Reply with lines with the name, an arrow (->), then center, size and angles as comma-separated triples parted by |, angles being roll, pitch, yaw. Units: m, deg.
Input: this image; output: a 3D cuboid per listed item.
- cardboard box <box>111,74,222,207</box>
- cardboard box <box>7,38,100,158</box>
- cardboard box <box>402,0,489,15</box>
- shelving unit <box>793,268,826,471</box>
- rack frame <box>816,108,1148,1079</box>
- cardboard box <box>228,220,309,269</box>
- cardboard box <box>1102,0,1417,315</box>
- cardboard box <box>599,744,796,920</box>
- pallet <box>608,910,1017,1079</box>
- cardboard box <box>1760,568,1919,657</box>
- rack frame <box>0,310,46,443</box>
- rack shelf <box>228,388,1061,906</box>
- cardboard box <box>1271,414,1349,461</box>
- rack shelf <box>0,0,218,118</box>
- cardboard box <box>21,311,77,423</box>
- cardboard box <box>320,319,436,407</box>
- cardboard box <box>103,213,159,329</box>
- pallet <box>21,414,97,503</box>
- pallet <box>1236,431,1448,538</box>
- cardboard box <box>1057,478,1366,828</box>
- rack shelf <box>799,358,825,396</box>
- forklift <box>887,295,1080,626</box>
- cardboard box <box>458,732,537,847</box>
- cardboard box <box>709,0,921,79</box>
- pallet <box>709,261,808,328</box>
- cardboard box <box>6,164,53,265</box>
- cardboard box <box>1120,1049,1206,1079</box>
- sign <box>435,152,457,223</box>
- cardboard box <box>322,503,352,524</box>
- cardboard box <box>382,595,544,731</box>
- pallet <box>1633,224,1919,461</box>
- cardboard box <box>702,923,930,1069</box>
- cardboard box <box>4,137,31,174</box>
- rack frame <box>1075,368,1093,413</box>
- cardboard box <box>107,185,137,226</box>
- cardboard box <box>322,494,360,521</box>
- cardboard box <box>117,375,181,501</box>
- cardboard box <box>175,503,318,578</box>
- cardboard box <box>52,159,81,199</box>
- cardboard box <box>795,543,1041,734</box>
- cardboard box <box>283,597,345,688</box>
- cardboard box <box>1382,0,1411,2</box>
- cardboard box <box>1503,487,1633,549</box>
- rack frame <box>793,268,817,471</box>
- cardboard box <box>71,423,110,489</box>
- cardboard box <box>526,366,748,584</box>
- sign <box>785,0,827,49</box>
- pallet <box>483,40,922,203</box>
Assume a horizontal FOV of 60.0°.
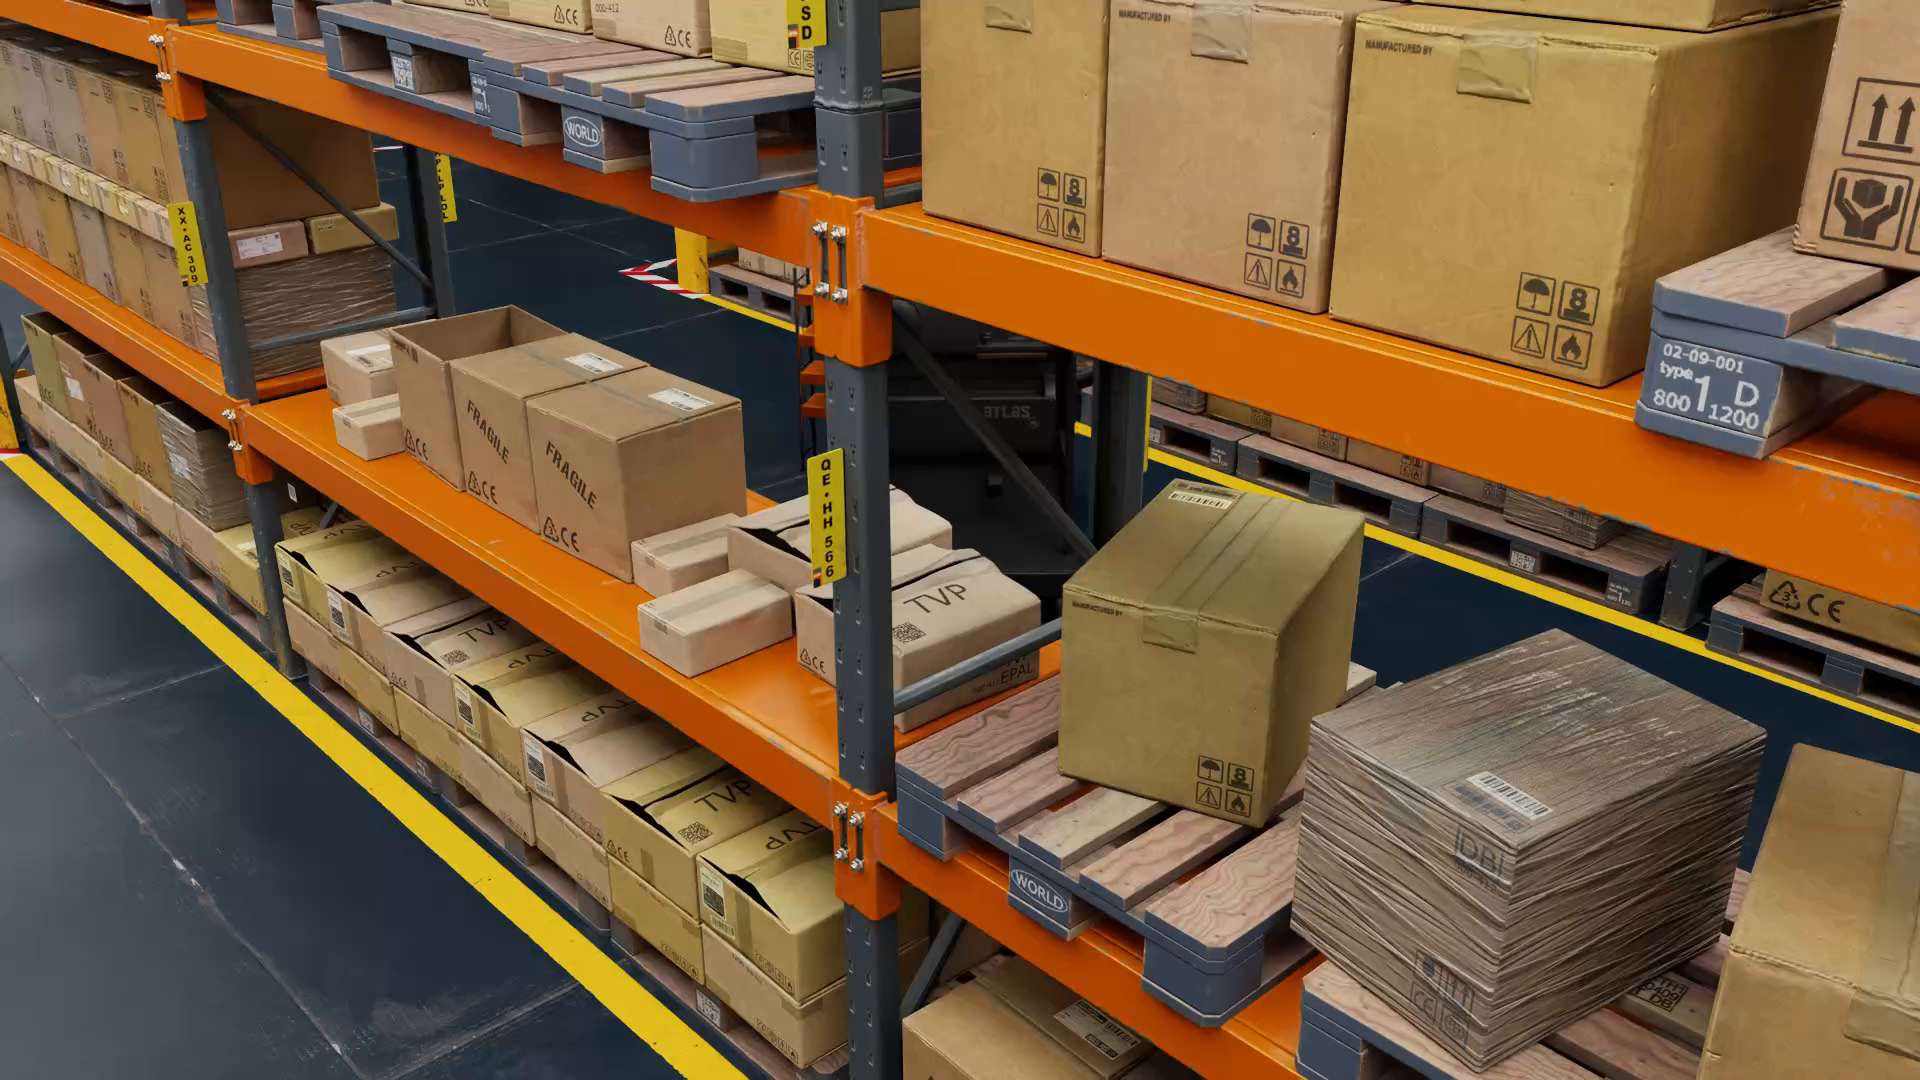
cardboard box -> -3.292, -1.813, 7.427 | 0.700, 0.500, 0.500 | -21, 32, -39
cardboard box -> -4.317, -2.268, 8.424 | 0.700, 0.500, 0.500 | -21, 32, -38
cardboard box -> -1.376, -1.783, 5.105 | 0.500, 0.250, 0.500 | 20, 32, 37
shelving unit -> -0.646, -0.970, 9.431 | 0.503, 1.200, 0.258 | 6, 25, 12
rack frame -> 0.096, 0.320, 4.435 | 1.000, 3.000, 0.127 | -21, 32, -38
cardboard box -> -2.980, -1.254, 6.983 | 0.380, 0.149, 0.250 | -21, 32, -38
cardboard box -> 0.768, -0.813, 3.184 | 0.910, 0.500, 0.500 | -21, 32, -38
cardboard box -> -0.802, 0.880, 5.337 | 0.500, 0.311, 0.500 | -22, 32, -39
pallet -> -0.438, 1.328, 5.584 | 1.003, 0.211, 1.213 | -21, 32, -38
cardboard box -> 4.116, -0.039, 7.306 | 0.750, 0.750, 0.750 | -22, 32, -39
rack frame -> -5.372, -2.104, 9.747 | 1.000, 3.000, 0.127 | -21, 32, -38
rack shelf -> -1.271, 0.041, 5.912 | 1.077, 0.370, 4.000 | -21, 32, -38
cardboard box -> 2.200, -0.835, 9.447 | 0.700, 0.500, 0.500 | -21, 32, -38
rack shelf -> -4.005, -2.535, 7.946 | 1.077, 0.370, 4.000 | -21, 32, -38
cardboard box -> -4.824, -1.008, 9.250 | 0.500, 0.500, 0.500 | -21, 32, -38
cardboard box -> -2.269, -0.687, 6.822 | 0.500, 0.250, 0.500 | -19, 31, -35
cardboard box -> -3.651, -1.381, 8.043 | 0.700, 0.500, 0.500 | -21, 32, -38
pallet -> -4.818, -0.615, 9.844 | 1.003, 0.211, 1.213 | -21, 32, -38
pallet -> 2.347, -0.424, 9.426 | 1.003, 0.211, 1.213 | -21, 32, -38
cardboard box -> 0.609, 0.242, 3.978 | 0.500, 0.500, 0.700 | 12, 27, 25
rack shelf -> -0.646, -0.909, 9.459 | 0.480, 0.148, 0.258 | 6, 25, 12
forklift -> -0.004, -1.049, 7.518 | 1.130, 2.935, 3.031 | -1, 25, -1
cardboard box -> -1.492, 0.826, 6.132 | 0.500, 0.250, 0.500 | -20, 32, -38
cardboard box -> -0.255, -1.289, 4.022 | 0.500, 0.250, 0.500 | 21, 32, 38
pallet -> -1.177, -1.962, 12.797 | 1.003, 0.211, 1.213 | -21, 32, -38
cardboard box -> -4.700, -1.846, 9.063 | 0.700, 0.500, 0.500 | -20, 31, -37
cardboard box -> 0.561, 1.633, 4.038 | 0.500, 0.500, 0.500 | 22, 33, 40
sign -> -2.248, -1.540, 7.211 | 0.100, 0.325, 0.005 | -21, 32, -38
cardboard box -> -2.733, -0.058, 8.071 | 0.500, 0.250, 0.500 | -21, 32, -38
cardboard box -> -1.844, 0.418, 6.350 | 0.500, 0.311, 0.500 | 23, 33, 40
pallet -> 1.725, -0.278, 2.358 | 1.213, 0.211, 1.003 | -21, 32, -38
cardboard box -> -0.441, 1.290, 5.116 | 0.500, 0.250, 0.500 | -20, 31, -37
cardboard box -> -4.738, -2.032, 8.688 | 0.380, 0.149, 0.250 | -22, 32, -39
rack frame -> 0.976, -2.298, 10.174 | 1.000, 3.000, 0.127 | -21, 32, -38
cardboard box -> -3.674, -1.563, 7.660 | 0.380, 0.149, 0.250 | -21, 32, -39
cardboard box -> -2.726, -0.402, 7.922 | 0.500, 0.500, 0.500 | -21, 32, -38
cardboard box -> -3.792, -0.557, 8.260 | 0.500, 0.500, 0.500 | -21, 32, -38
cardboard box -> -3.449, -0.065, 8.085 | 0.500, 0.250, 0.500 | -21, 32, -38
cardboard box -> -4.211, -1.798, 8.176 | 0.380, 0.149, 0.250 | -21, 32, -38
cardboard box -> -0.121, 0.238, 4.722 | 0.500, 0.311, 0.500 | -19, 31, -35
cardboard box -> -2.543, 0.361, 7.153 | 0.500, 0.250, 0.500 | -22, 33, -40
cardboard box -> 0.738, -1.257, 2.951 | 0.500, 0.500, 0.500 | -21, 32, -38
cardboard box -> 3.179, -0.353, 8.391 | 0.700, 0.500, 0.500 | -21, 32, -38
rack frame -> -0.883, -0.993, 9.482 | 0.015, 1.200, 0.240 | 6, 25, 12
cardboard box -> -4.482, -0.516, 9.074 | 0.500, 0.250, 0.500 | -21, 32, -38
cardboard box -> -1.063, -0.229, 5.518 | 0.500, 0.500, 0.500 | 22, 32, 39
sign -> -0.315, -1.161, 3.349 | 0.100, 0.325, 0.005 | -21, 32, -38
pallet -> -0.433, -1.139, 4.246 | 1.213, 0.211, 1.003 | -19, 31, -36
